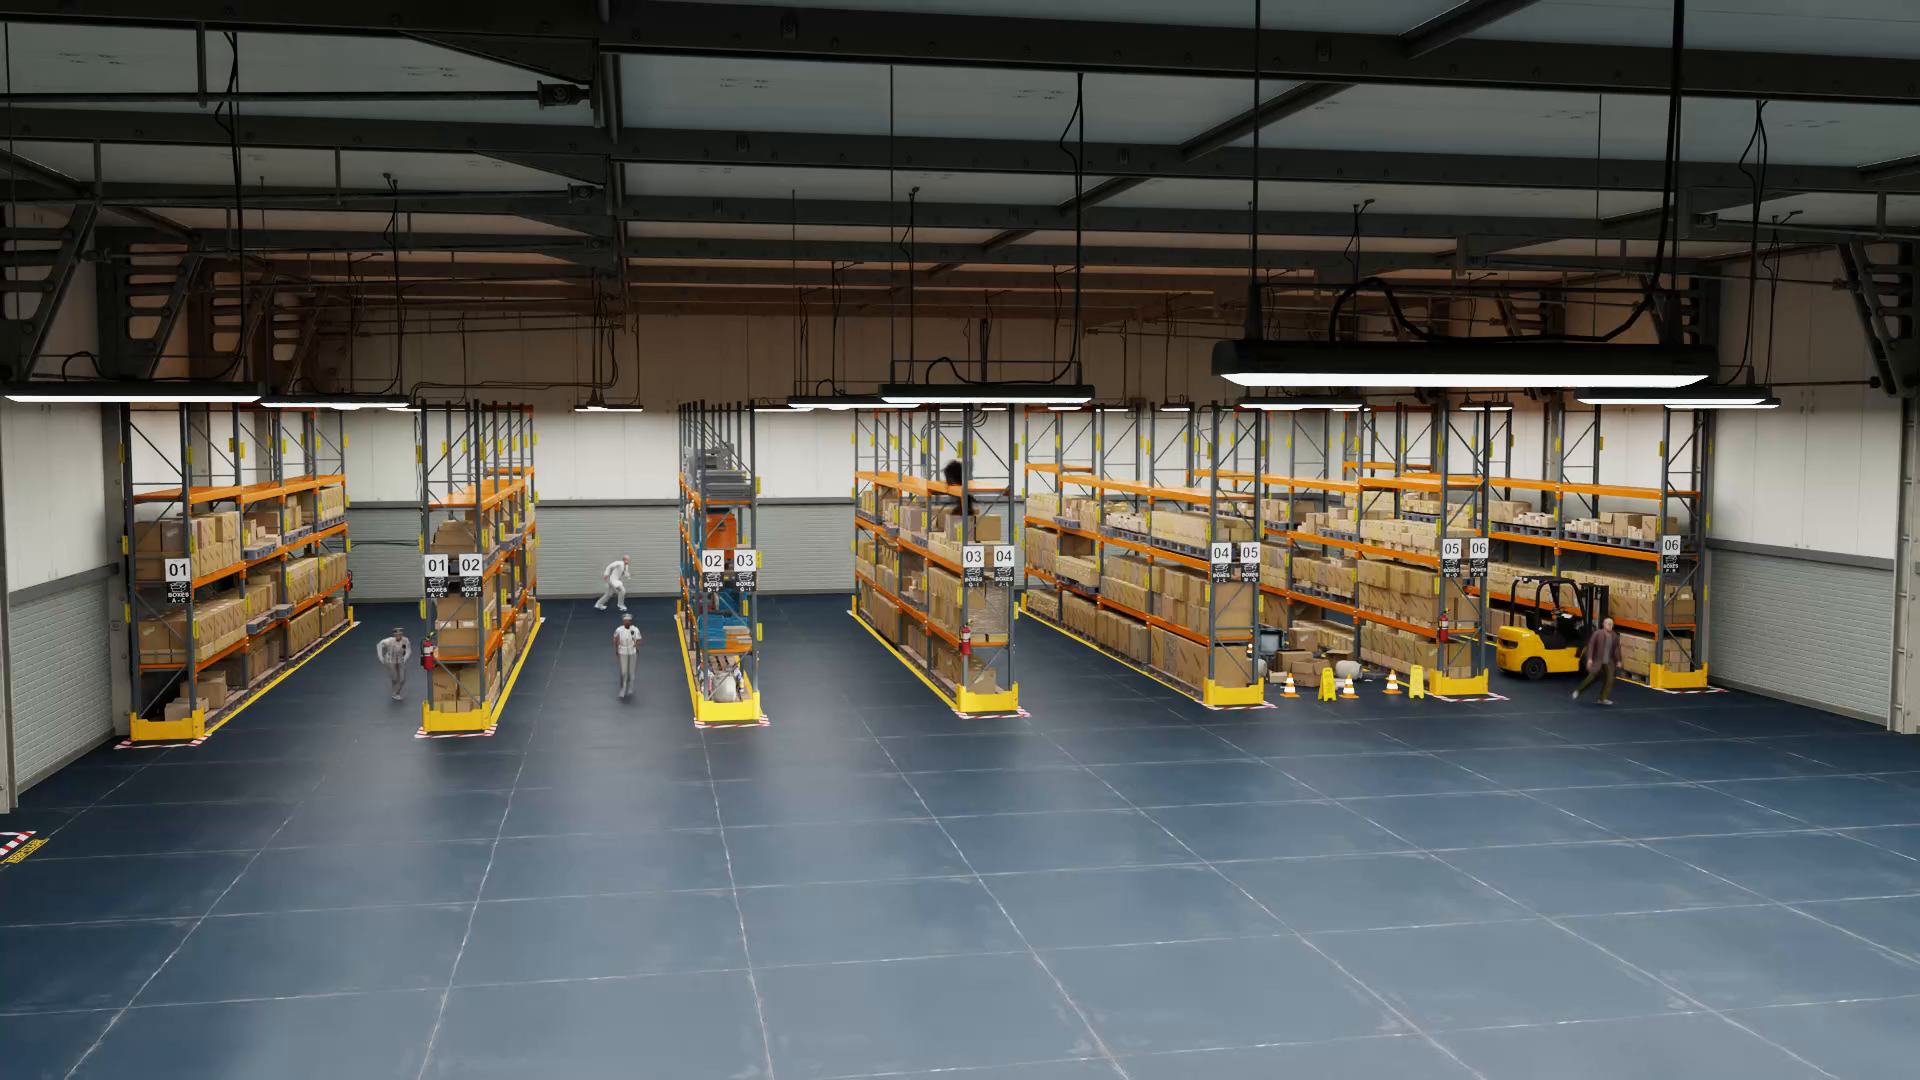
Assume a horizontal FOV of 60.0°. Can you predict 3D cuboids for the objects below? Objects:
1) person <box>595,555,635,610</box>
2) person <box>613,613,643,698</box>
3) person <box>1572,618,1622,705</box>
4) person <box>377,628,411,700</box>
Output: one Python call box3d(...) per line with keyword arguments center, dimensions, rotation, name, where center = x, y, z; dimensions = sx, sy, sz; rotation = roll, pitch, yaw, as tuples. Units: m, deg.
box3d(center=(-10.075, 1.243, 48.577), dimensions=(1.168, 1.598, 0.702), rotation=(1, 4, 10), name="person")
box3d(center=(-6.736, 2.341, 33.757), dimensions=(0.586, 1.732, 0.721), rotation=(-1, 4, -12), name="person")
box3d(center=(12.615, 2.379, 32.893), dimensions=(0.825, 1.717, 0.742), rotation=(-1, 4, -8), name="person")
box3d(center=(-11.303, 2.481, 33.236), dimensions=(0.645, 1.491, 0.731), rotation=(-2, 5, -27), name="person")
